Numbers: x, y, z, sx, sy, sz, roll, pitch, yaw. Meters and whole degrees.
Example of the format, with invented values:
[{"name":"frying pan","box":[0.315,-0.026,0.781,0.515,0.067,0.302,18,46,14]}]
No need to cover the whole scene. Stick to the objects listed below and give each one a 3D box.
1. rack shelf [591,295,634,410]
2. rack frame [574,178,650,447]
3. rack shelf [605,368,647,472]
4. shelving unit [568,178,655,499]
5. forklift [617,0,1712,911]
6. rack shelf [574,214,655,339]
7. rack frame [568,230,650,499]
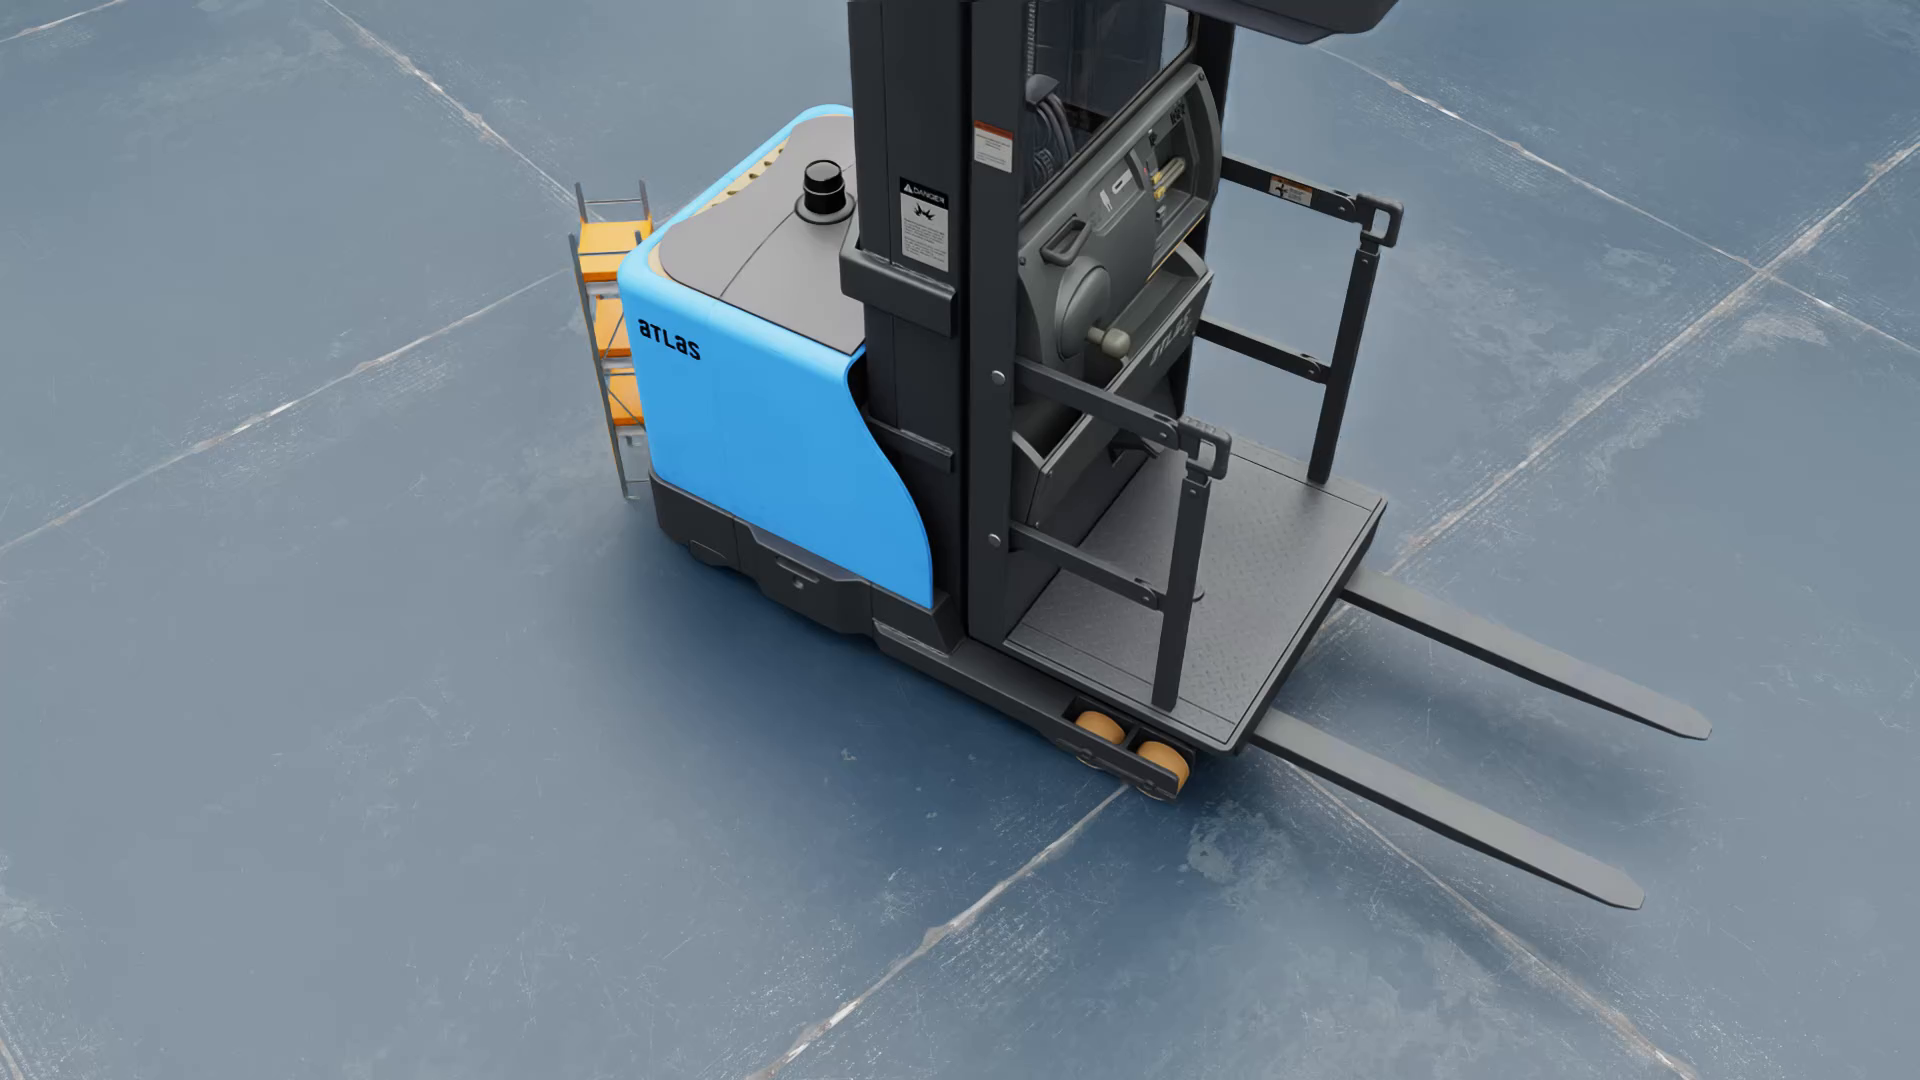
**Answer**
[{"name":"rack shelf","box":[-0.997,-0.579,5.085,0.215,0.259,0.240,-4,47,-3]},{"name":"rack frame","box":[-1.007,-0.676,5.159,0.200,1.050,0.008,-4,47,-3]},{"name":"rack shelf","box":[-0.997,-0.391,5.289,0.215,0.259,0.240,-4,47,-3]},{"name":"shelving unit","box":[-0.997,-0.586,5.077,0.215,1.050,0.252,-4,47,-3]},{"name":"forklift","box":[0.573,-0.729,3.928,3.031,2.935,1.130,25,52,21]},{"name":"rack shelf","box":[-0.997,-0.772,4.876,0.215,0.259,0.240,-4,47,-3]},{"name":"rack frame","box":[-0.987,-0.497,4.994,0.200,1.050,0.008,-4,47,-3]}]
